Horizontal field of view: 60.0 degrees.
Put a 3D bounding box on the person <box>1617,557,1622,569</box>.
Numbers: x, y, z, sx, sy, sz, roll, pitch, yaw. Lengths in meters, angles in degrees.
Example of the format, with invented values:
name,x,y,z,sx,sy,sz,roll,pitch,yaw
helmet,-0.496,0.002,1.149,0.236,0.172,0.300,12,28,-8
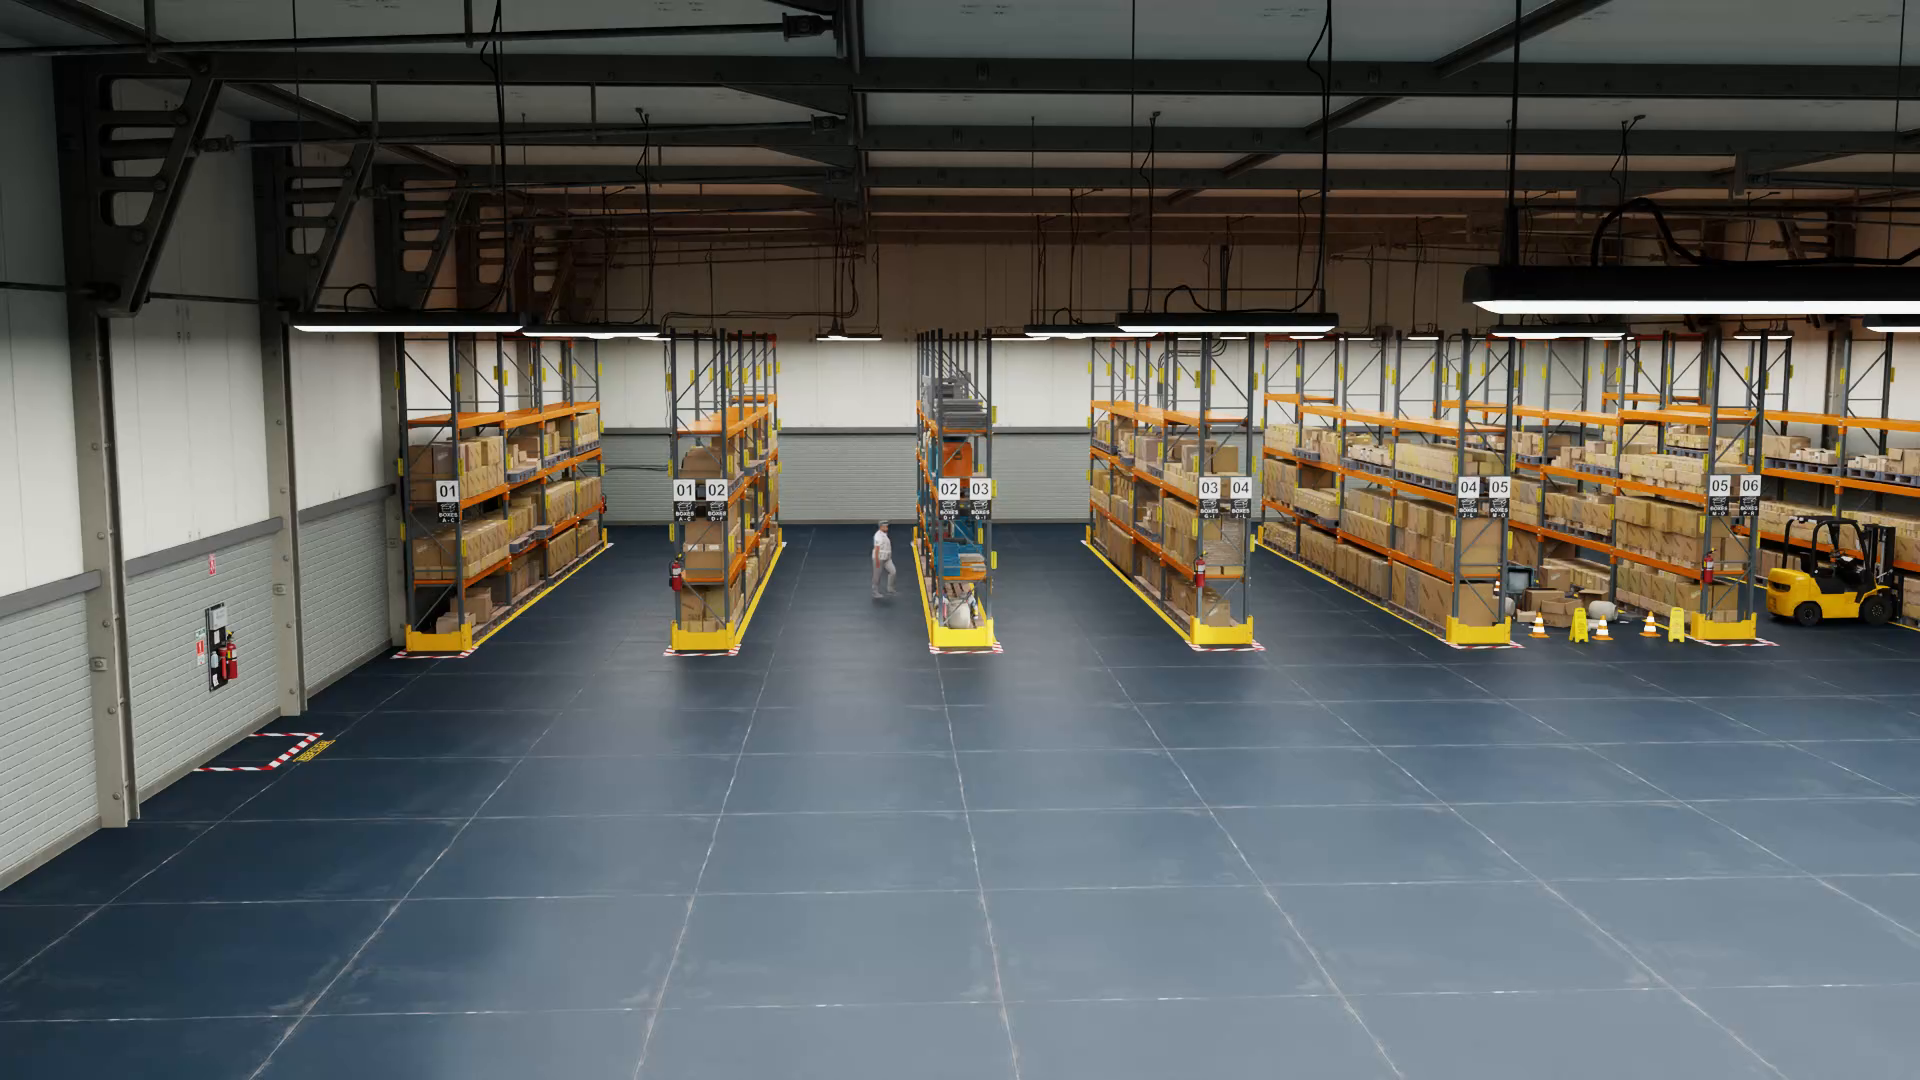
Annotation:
name,x,y,z,sx,sy,sz,roll,pitch,yaw
person,16.042,0.122,40.671,0.401,1.678,0.547,4,8,29

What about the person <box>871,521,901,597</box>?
name,x,y,z,sx,sy,sz,roll,pitch,yaw
person,-1.723,0.437,37.522,0.685,1.742,0.526,5,8,35
